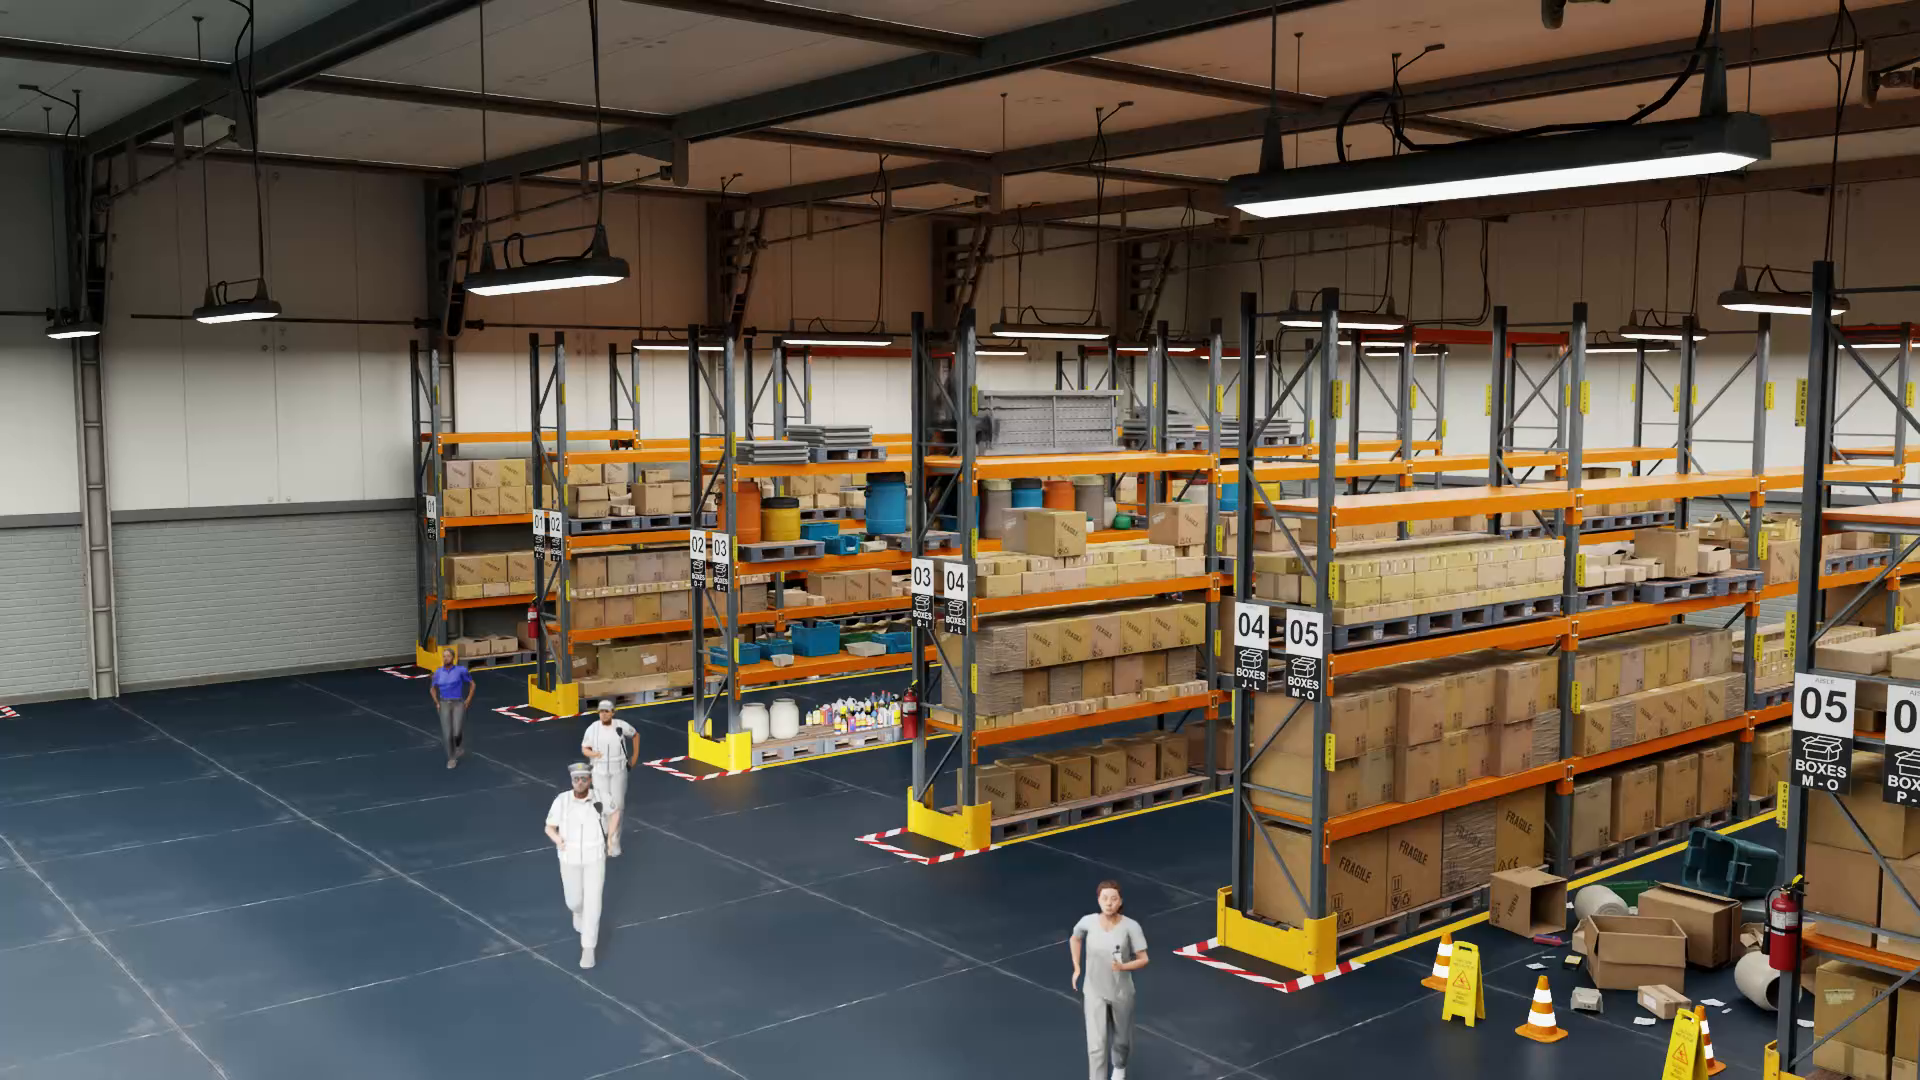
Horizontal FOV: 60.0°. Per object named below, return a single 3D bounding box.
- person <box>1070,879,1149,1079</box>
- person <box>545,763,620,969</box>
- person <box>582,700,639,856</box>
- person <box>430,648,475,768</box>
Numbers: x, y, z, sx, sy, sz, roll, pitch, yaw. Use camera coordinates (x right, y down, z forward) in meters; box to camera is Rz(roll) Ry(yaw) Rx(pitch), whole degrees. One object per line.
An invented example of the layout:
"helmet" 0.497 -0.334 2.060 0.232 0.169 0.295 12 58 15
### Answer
"person" 1.052 3.220 11.788 0.565 1.653 0.970 1 5 7
"person" -3.432 2.890 15.150 0.664 1.790 0.944 -1 5 -10
"person" -3.922 2.635 18.641 0.607 1.703 0.816 0 5 -5
"person" -6.906 2.279 22.606 0.581 1.621 0.513 -1 5 -7
